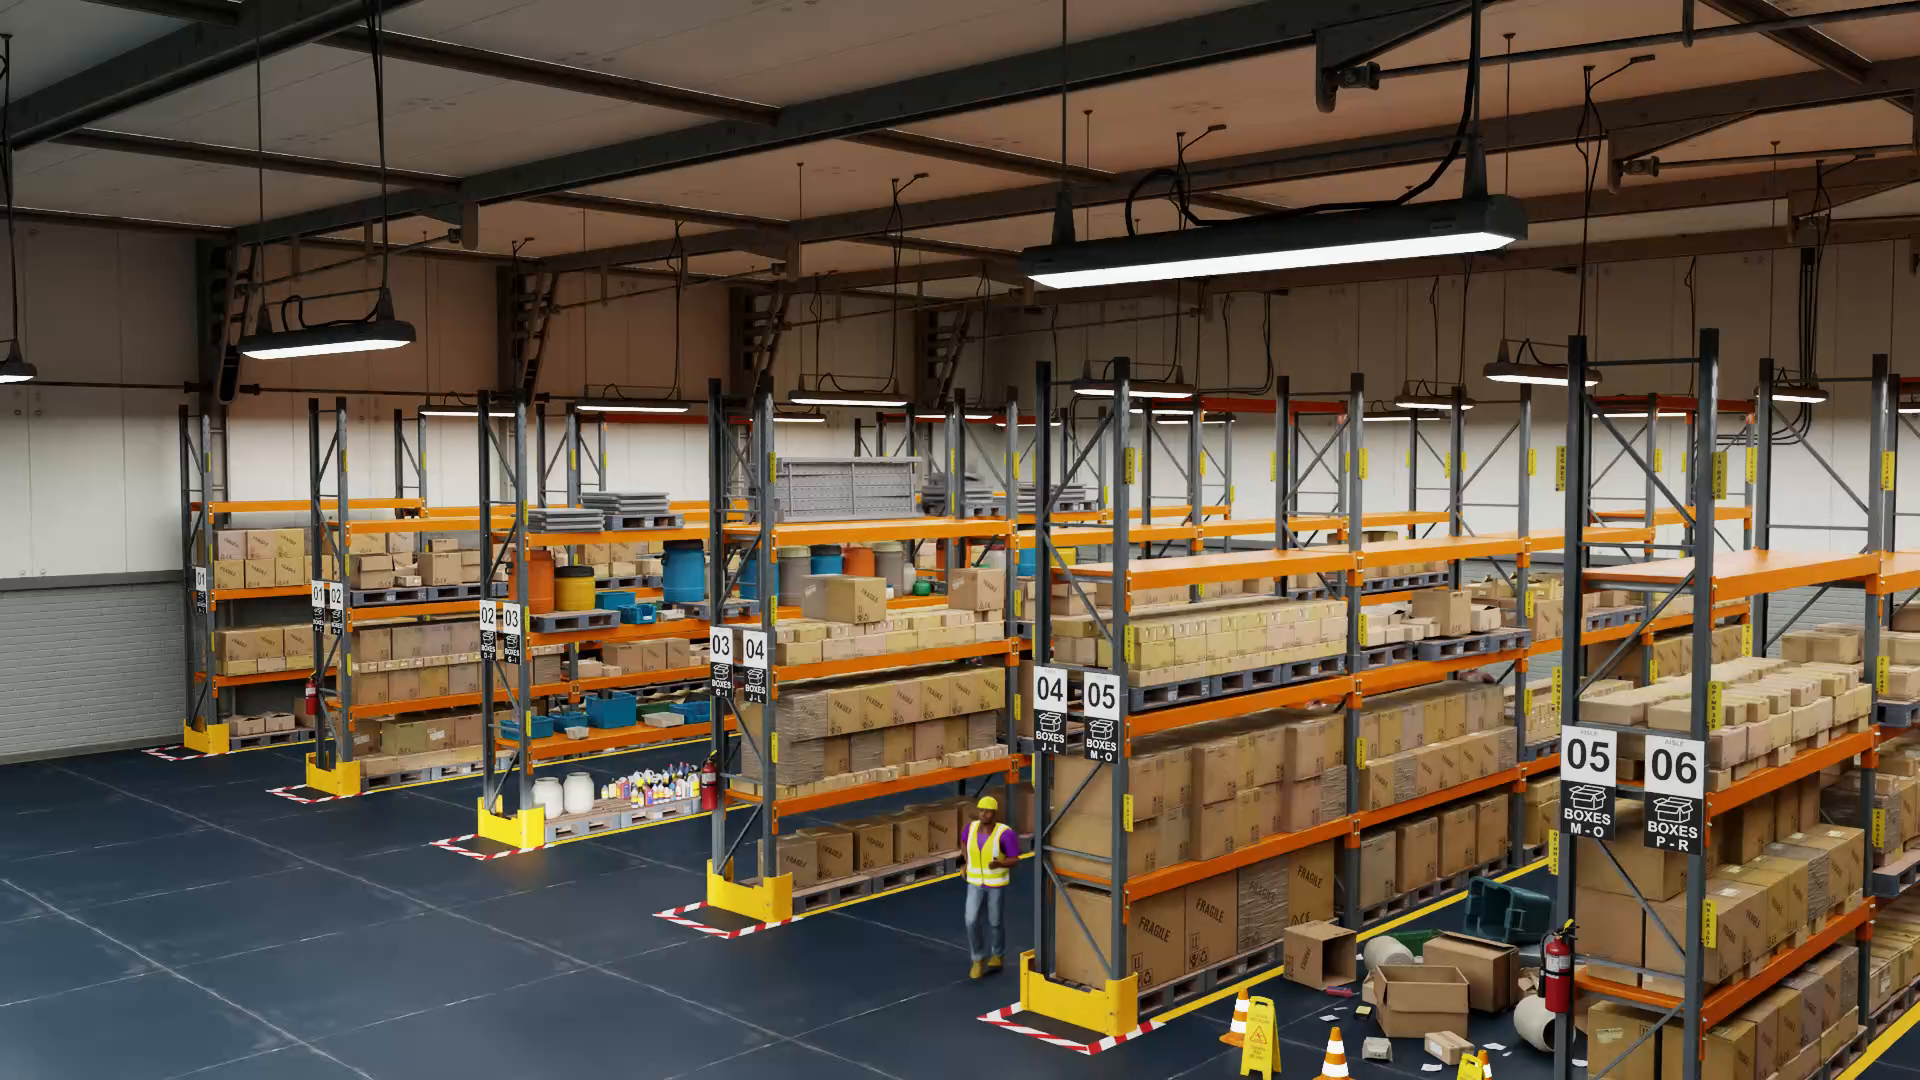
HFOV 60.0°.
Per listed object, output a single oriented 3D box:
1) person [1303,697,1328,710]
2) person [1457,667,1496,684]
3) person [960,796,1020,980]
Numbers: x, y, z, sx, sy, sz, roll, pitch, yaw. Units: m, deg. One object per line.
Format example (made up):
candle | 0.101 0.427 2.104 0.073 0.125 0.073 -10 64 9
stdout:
person | 5.208 2.983 24.250 0.665 1.768 0.981 2 4 40
person | 8.486 2.837 27.622 0.699 1.786 0.749 3 4 42
person | 0.253 3.426 16.424 0.687 1.804 0.708 1 3 18
